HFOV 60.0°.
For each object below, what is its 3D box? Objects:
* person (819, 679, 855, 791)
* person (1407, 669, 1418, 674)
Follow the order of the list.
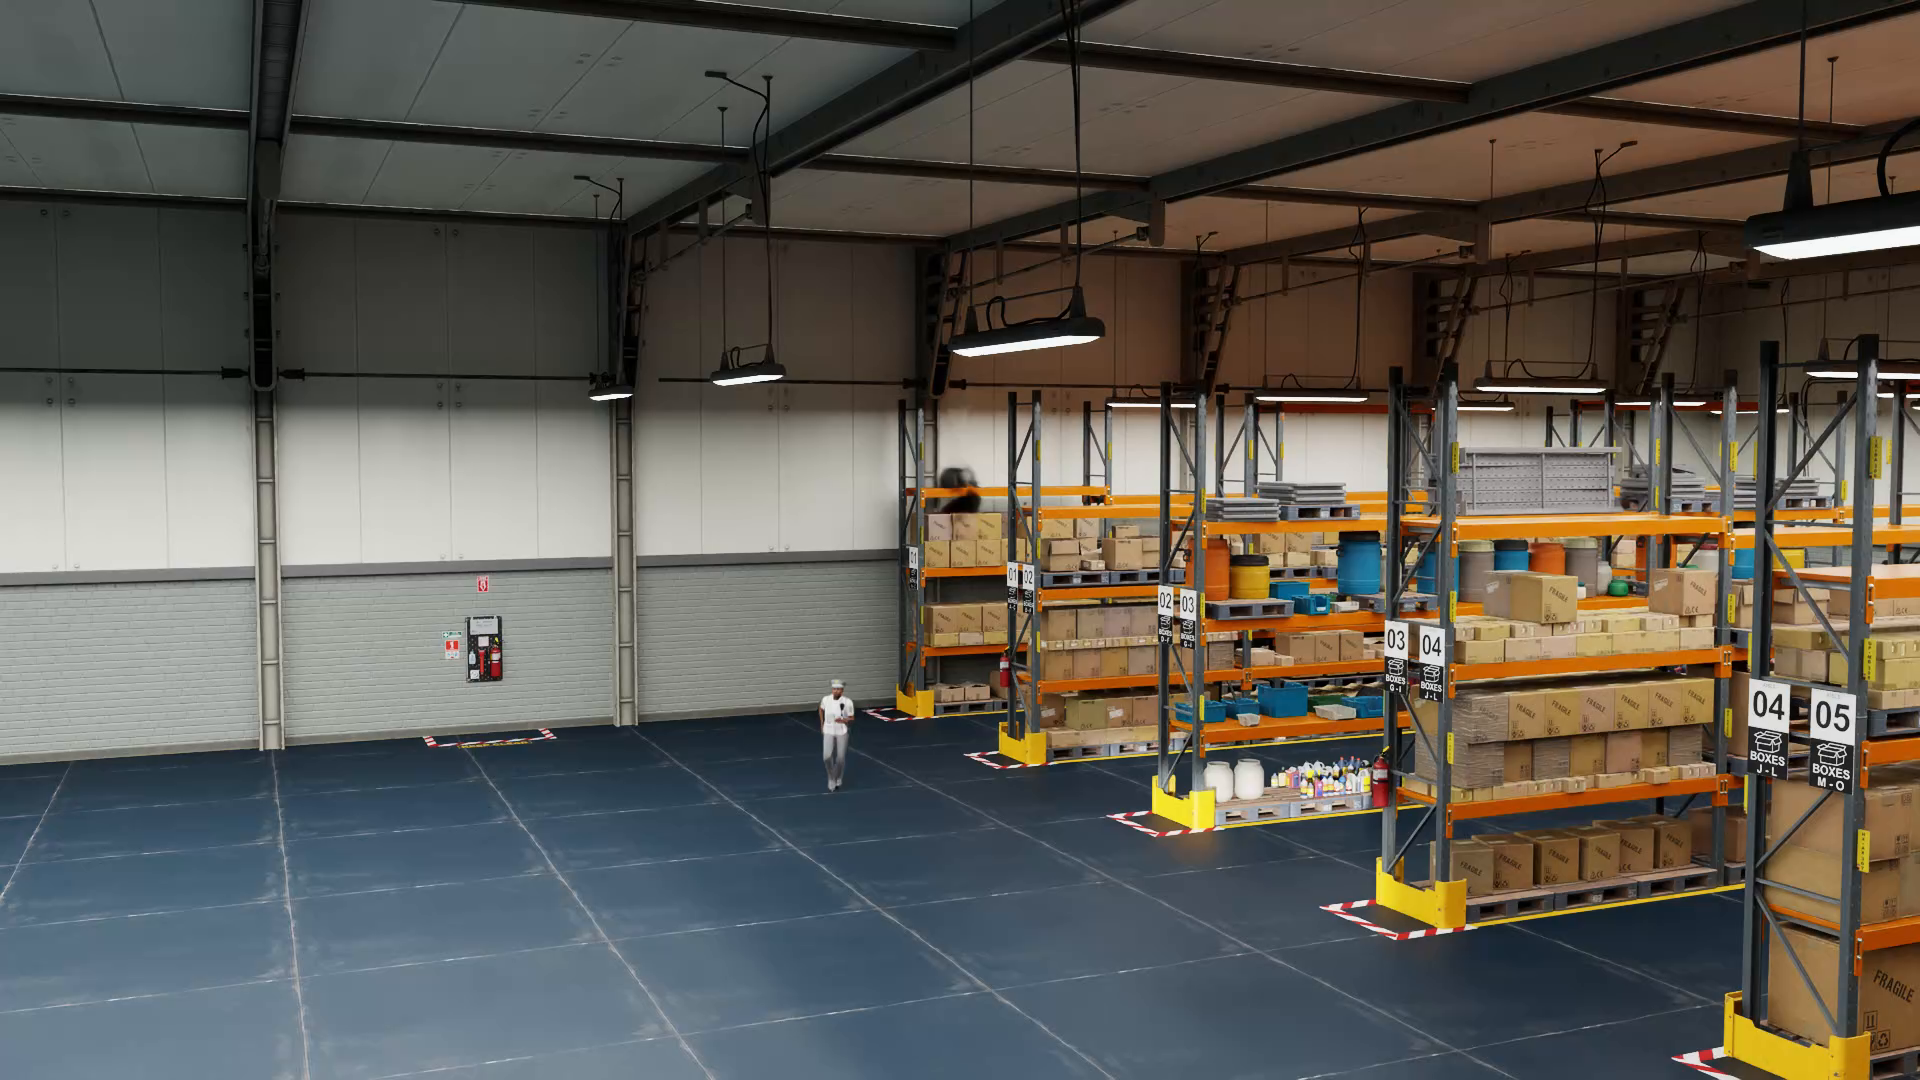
[{"bbox_3d":[-1.833,2.886,24.668,0.559,1.679,0.730,0,3,3],"label":"person"},{"bbox_3d":[9.117,2.324,33.367,0.705,1.828,0.656,-2,4,-26],"label":"person"}]
